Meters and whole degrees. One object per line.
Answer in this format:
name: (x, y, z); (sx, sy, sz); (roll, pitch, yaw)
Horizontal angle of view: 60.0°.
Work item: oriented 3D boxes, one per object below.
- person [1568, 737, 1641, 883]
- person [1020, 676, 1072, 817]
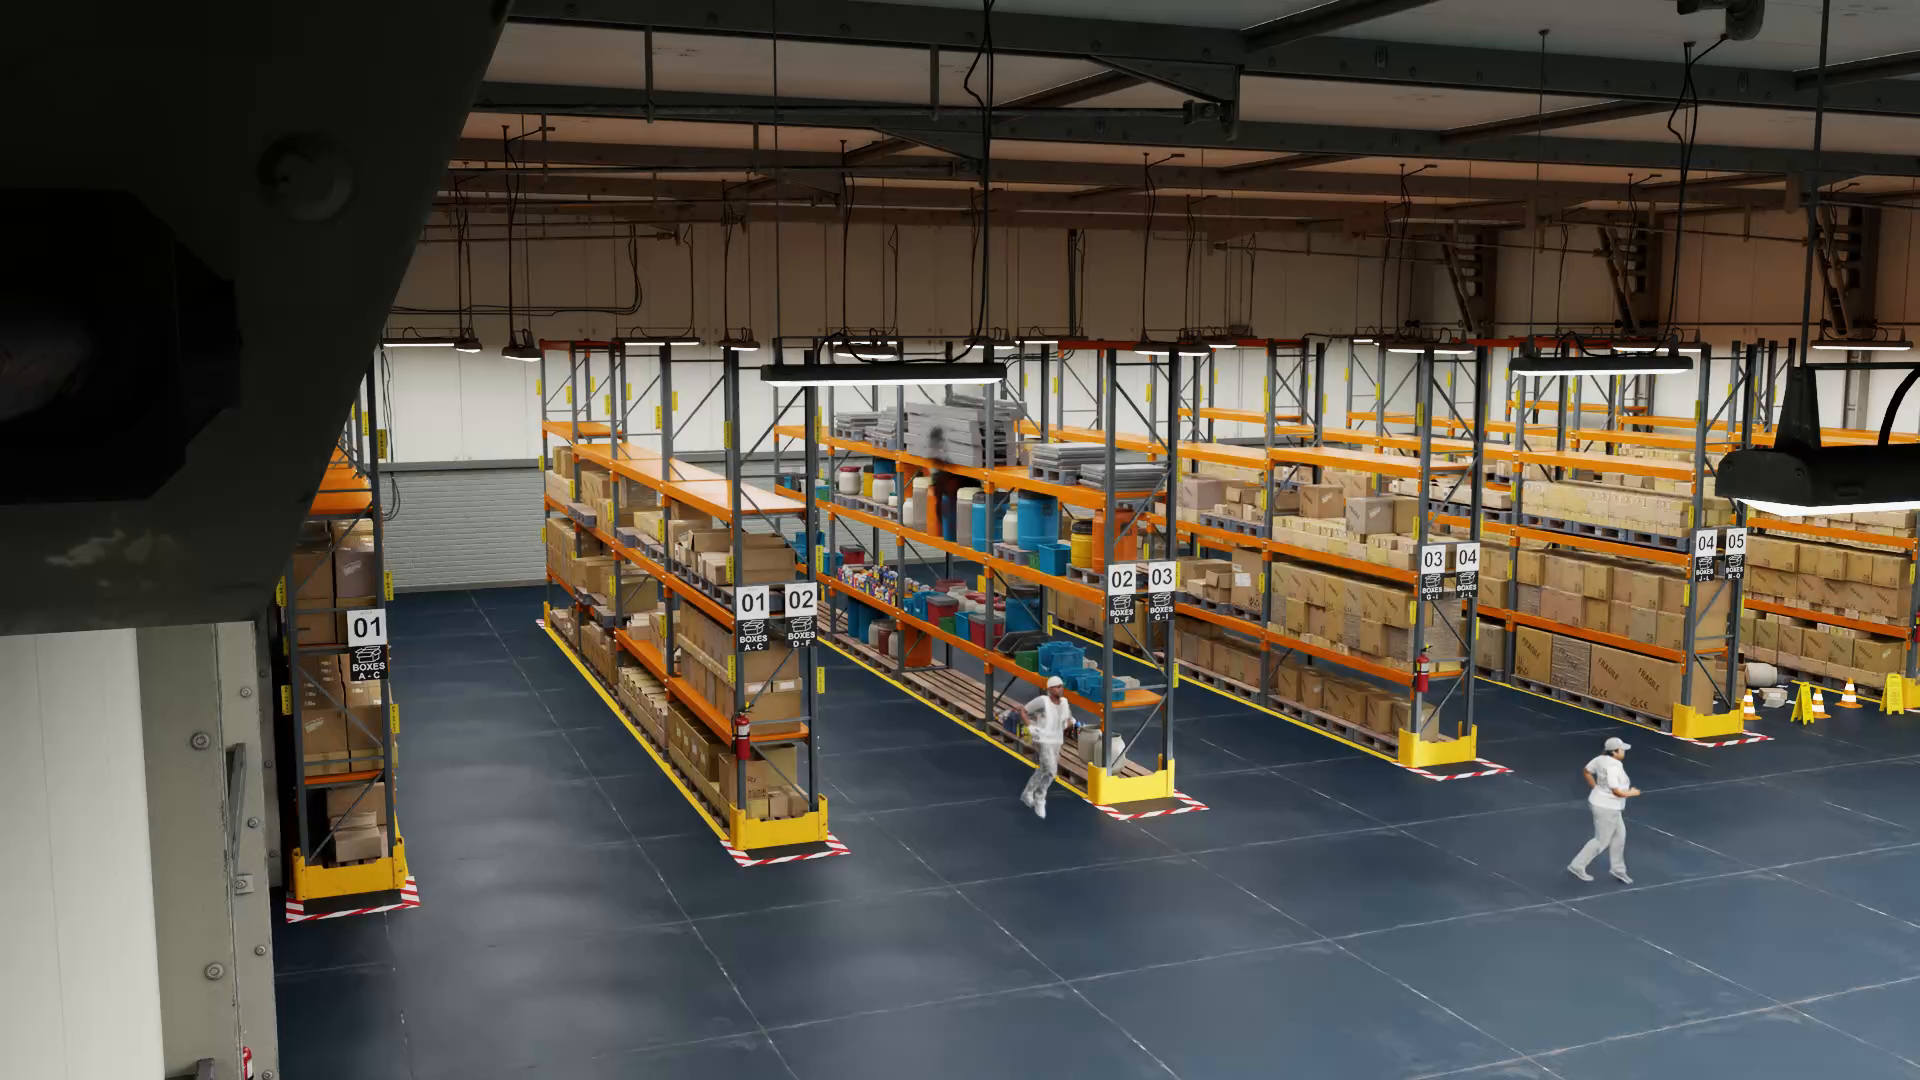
person: (7.295, 3.079, 18.830); (0.775, 1.730, 0.619); (1, 8, 8)
person: (1.146, 2.663, 21.690); (0.671, 1.817, 0.677); (-7, 10, -43)
